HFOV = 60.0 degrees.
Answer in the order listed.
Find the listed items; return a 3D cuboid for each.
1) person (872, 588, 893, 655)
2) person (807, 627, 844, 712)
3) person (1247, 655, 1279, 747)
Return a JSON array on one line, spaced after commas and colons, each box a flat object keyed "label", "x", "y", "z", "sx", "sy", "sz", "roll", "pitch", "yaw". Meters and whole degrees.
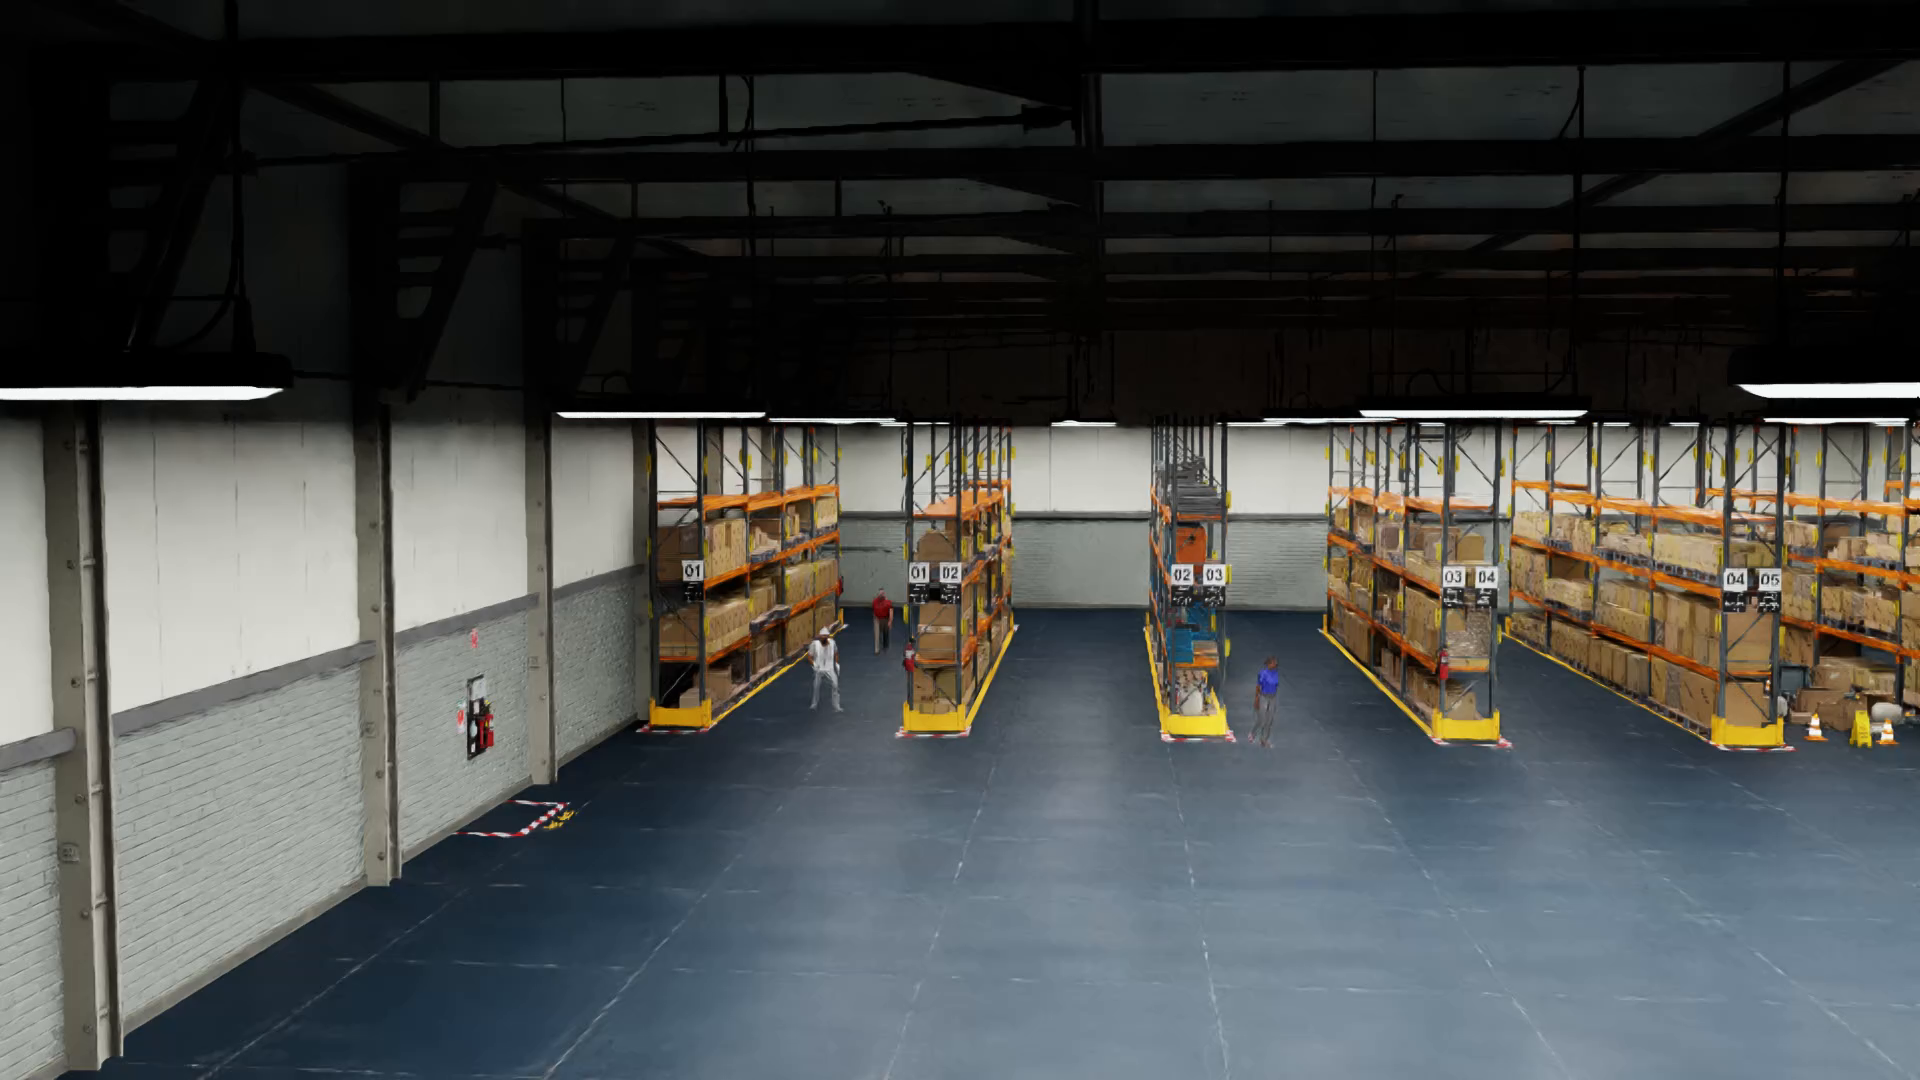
[{"label": "person", "x": -1.960, "y": 2.053, "z": 42.068, "sx": 0.554, "sy": 1.669, "sz": 1.040, "roll": 0, "pitch": 4, "yaw": 4}, {"label": "person", "x": -2.740, "y": 2.595, "z": 33.548, "sx": 0.704, "sy": 1.711, "sz": 0.835, "roll": -1, "pitch": 4, "yaw": -13}, {"label": "person", "x": 5.466, "y": 2.886, "z": 29.972, "sx": 0.526, "sy": 1.651, "sz": 0.510, "roll": -2, "pitch": 5, "yaw": -32}]
